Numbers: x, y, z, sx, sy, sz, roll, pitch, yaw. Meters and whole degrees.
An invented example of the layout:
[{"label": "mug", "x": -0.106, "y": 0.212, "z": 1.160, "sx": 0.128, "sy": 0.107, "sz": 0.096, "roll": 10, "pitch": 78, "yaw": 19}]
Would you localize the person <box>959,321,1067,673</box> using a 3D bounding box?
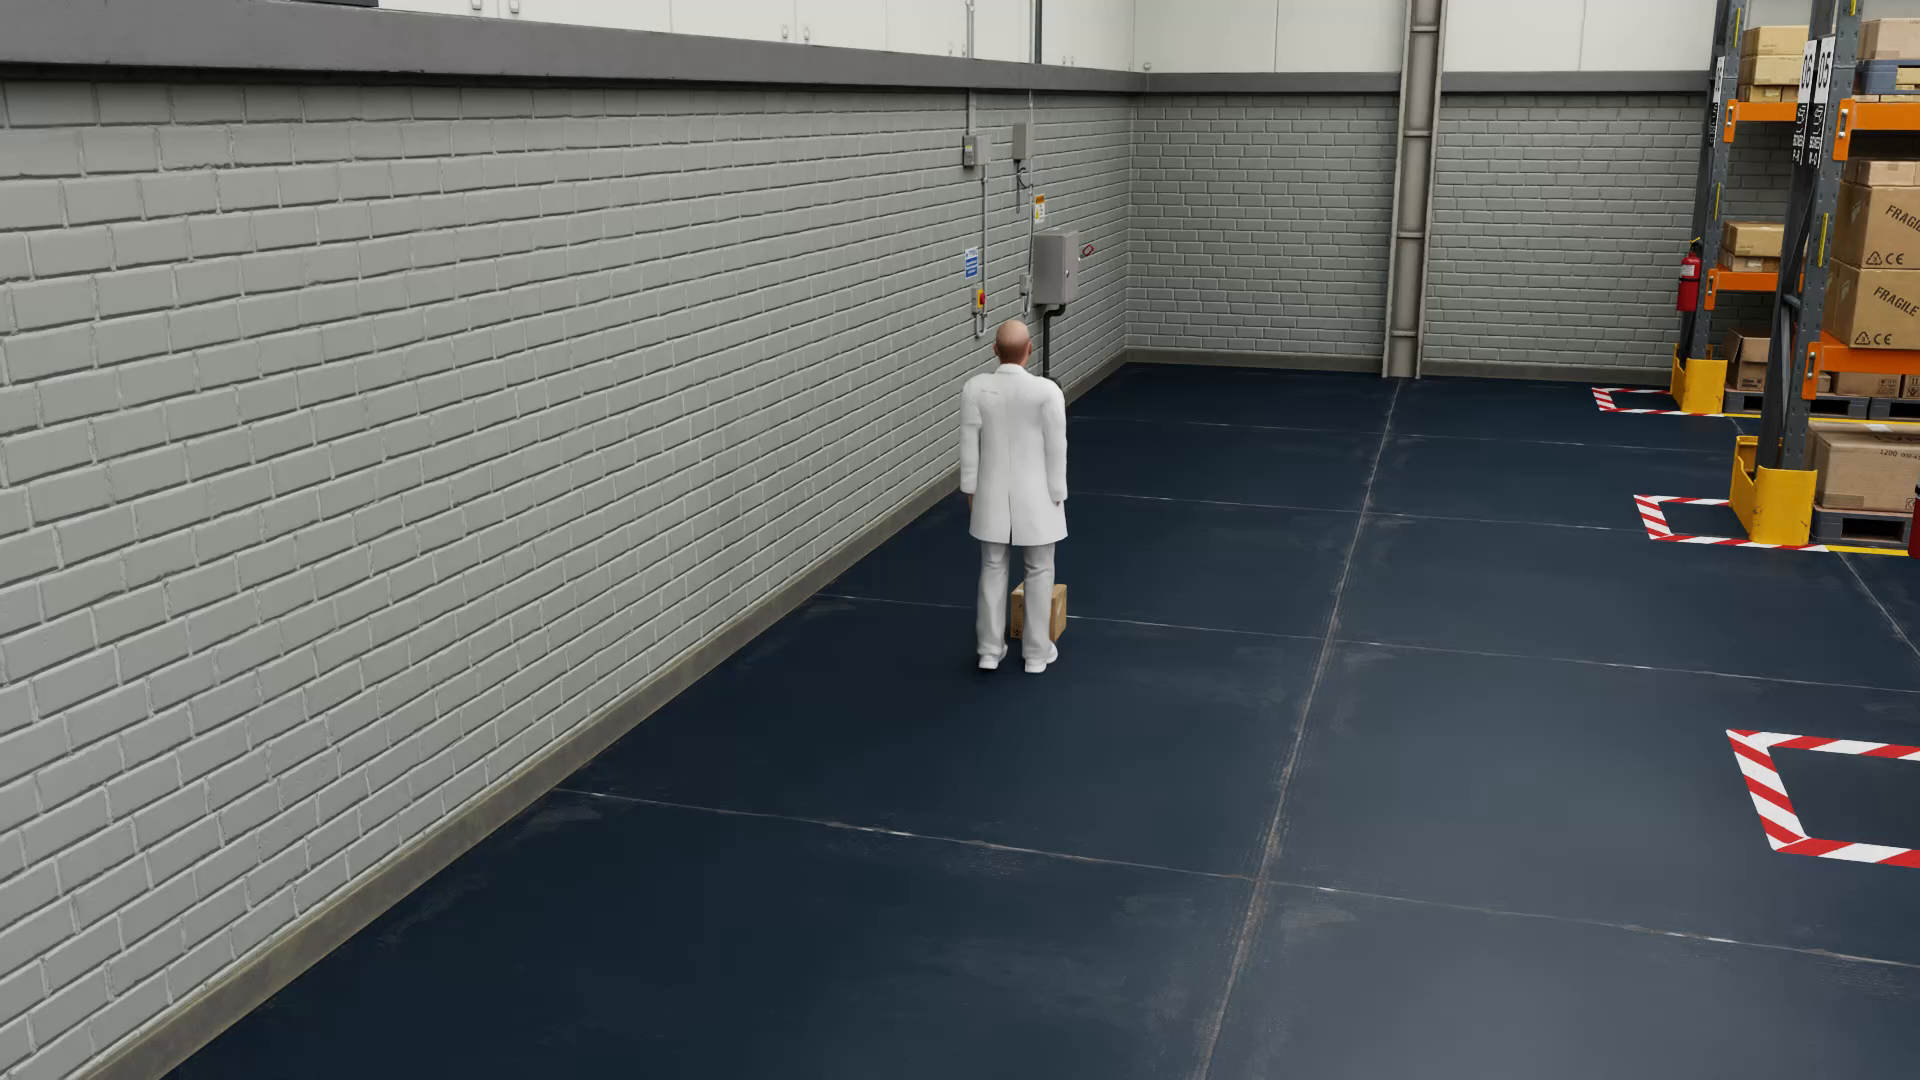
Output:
[{"label": "person", "x": 0.272, "y": -0.221, "z": 8.402, "sx": 0.562, "sy": 1.782, "sz": 0.394, "roll": 5, "pitch": 16, "yaw": 17}]
